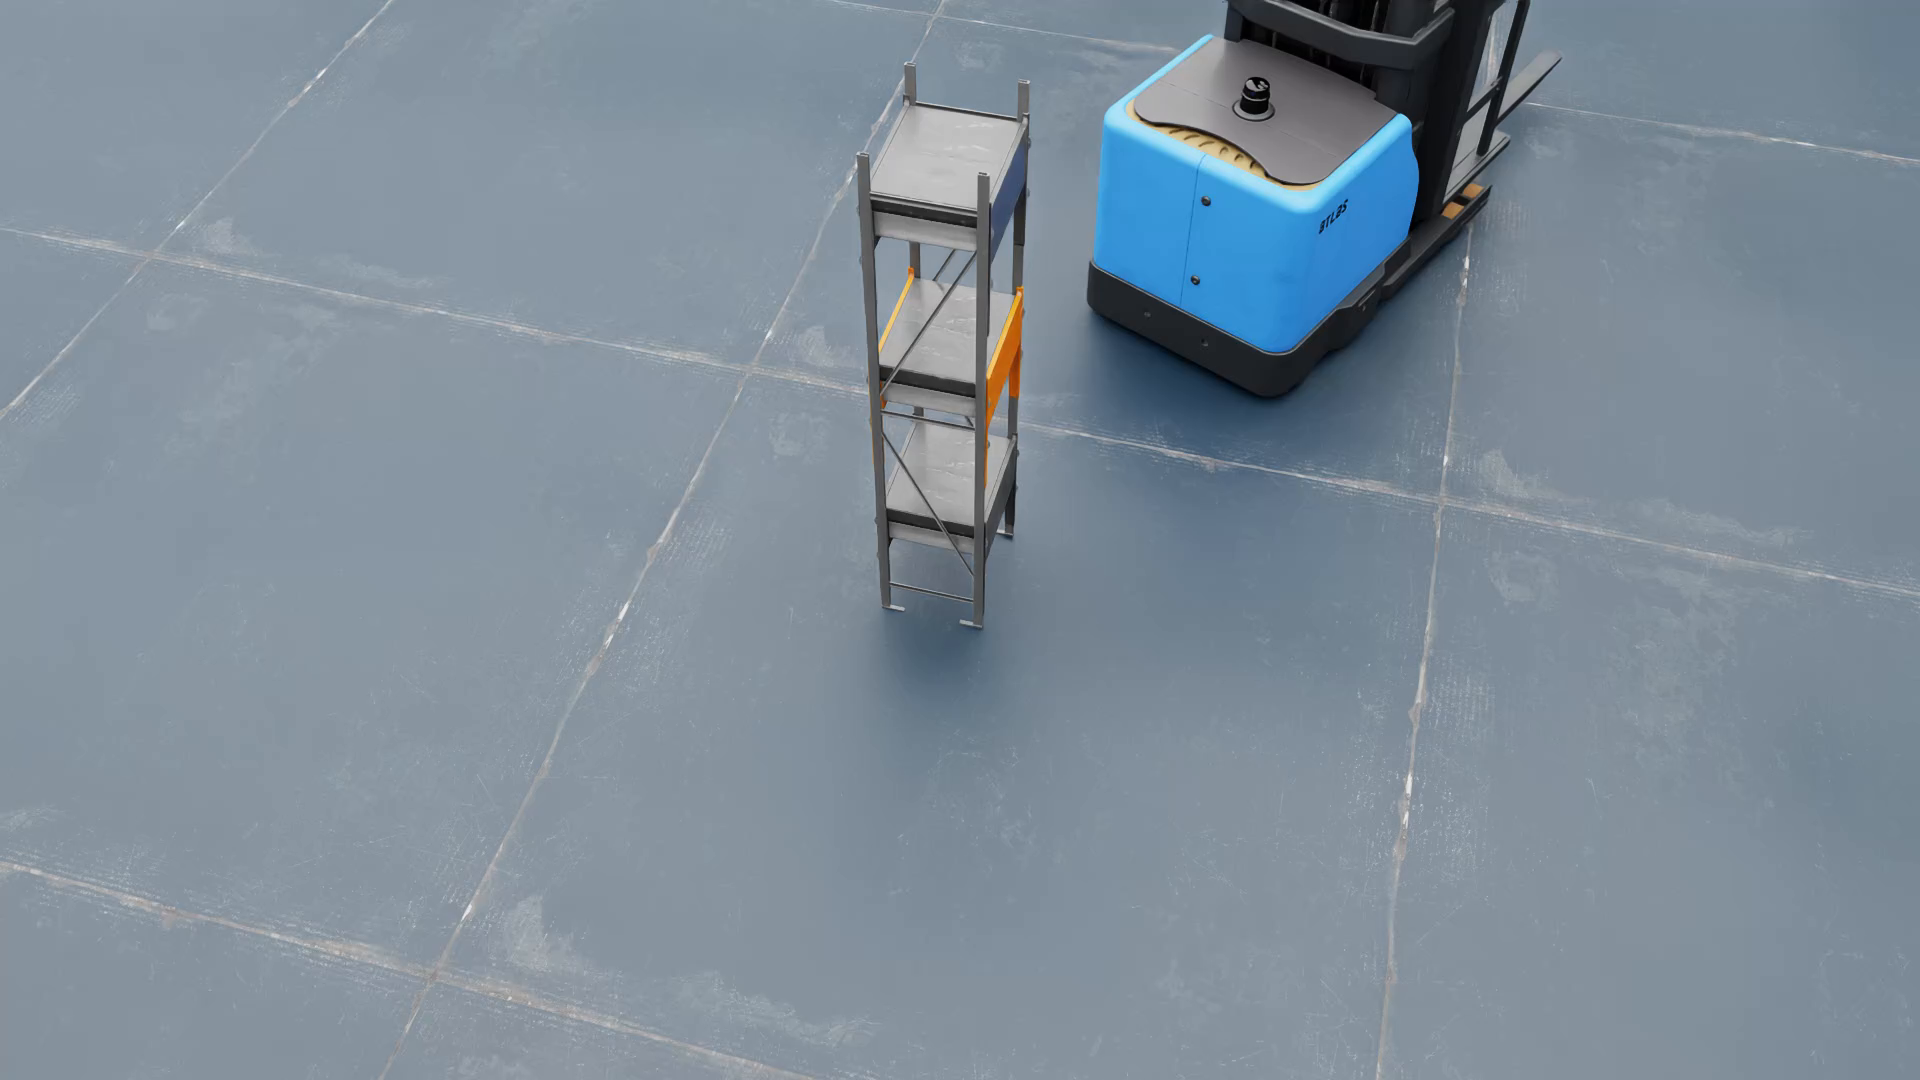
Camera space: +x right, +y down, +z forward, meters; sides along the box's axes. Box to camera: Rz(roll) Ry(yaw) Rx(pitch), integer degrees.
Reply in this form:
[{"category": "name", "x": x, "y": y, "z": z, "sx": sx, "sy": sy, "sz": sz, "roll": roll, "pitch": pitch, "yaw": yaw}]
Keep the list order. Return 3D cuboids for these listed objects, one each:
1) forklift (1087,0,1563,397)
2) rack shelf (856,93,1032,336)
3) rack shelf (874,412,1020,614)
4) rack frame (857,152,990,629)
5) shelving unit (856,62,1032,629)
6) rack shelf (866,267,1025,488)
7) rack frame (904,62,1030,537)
[{"category": "forklift", "x": 1.897, "y": -2.628, "z": 7.033, "sx": 1.130, "sy": 2.935, "sz": 3.031, "roll": 32, "pitch": 56, "yaw": 25}, {"category": "rack shelf", "x": -0.044, "y": -1.029, "z": 5.261, "sx": 0.431, "sy": 0.518, "sz": 0.480, "roll": 12, "pitch": 50, "yaw": 10}, {"category": "rack shelf", "x": -0.044, "y": -0.103, "z": 6.311, "sx": 0.431, "sy": 0.518, "sz": 0.480, "roll": 12, "pitch": 50, "yaw": 10}, {"category": "rack frame", "x": -0.108, "y": -0.399, "z": 5.620, "sx": 0.400, "sy": 2.100, "sz": 0.015, "roll": 12, "pitch": 50, "yaw": 10}, {"category": "shelving unit", "x": -0.044, "y": -0.575, "z": 5.776, "sx": 0.431, "sy": 2.100, "sz": 0.503, "roll": 12, "pitch": 50, "yaw": 10}, {"category": "rack shelf", "x": -0.044, "y": -0.566, "z": 5.786, "sx": 0.431, "sy": 0.518, "sz": 0.480, "roll": 12, "pitch": 50, "yaw": 10}, {"category": "rack frame", "x": 0.021, "y": -0.752, "z": 5.932, "sx": 0.400, "sy": 2.100, "sz": 0.015, "roll": 12, "pitch": 50, "yaw": 10}]
